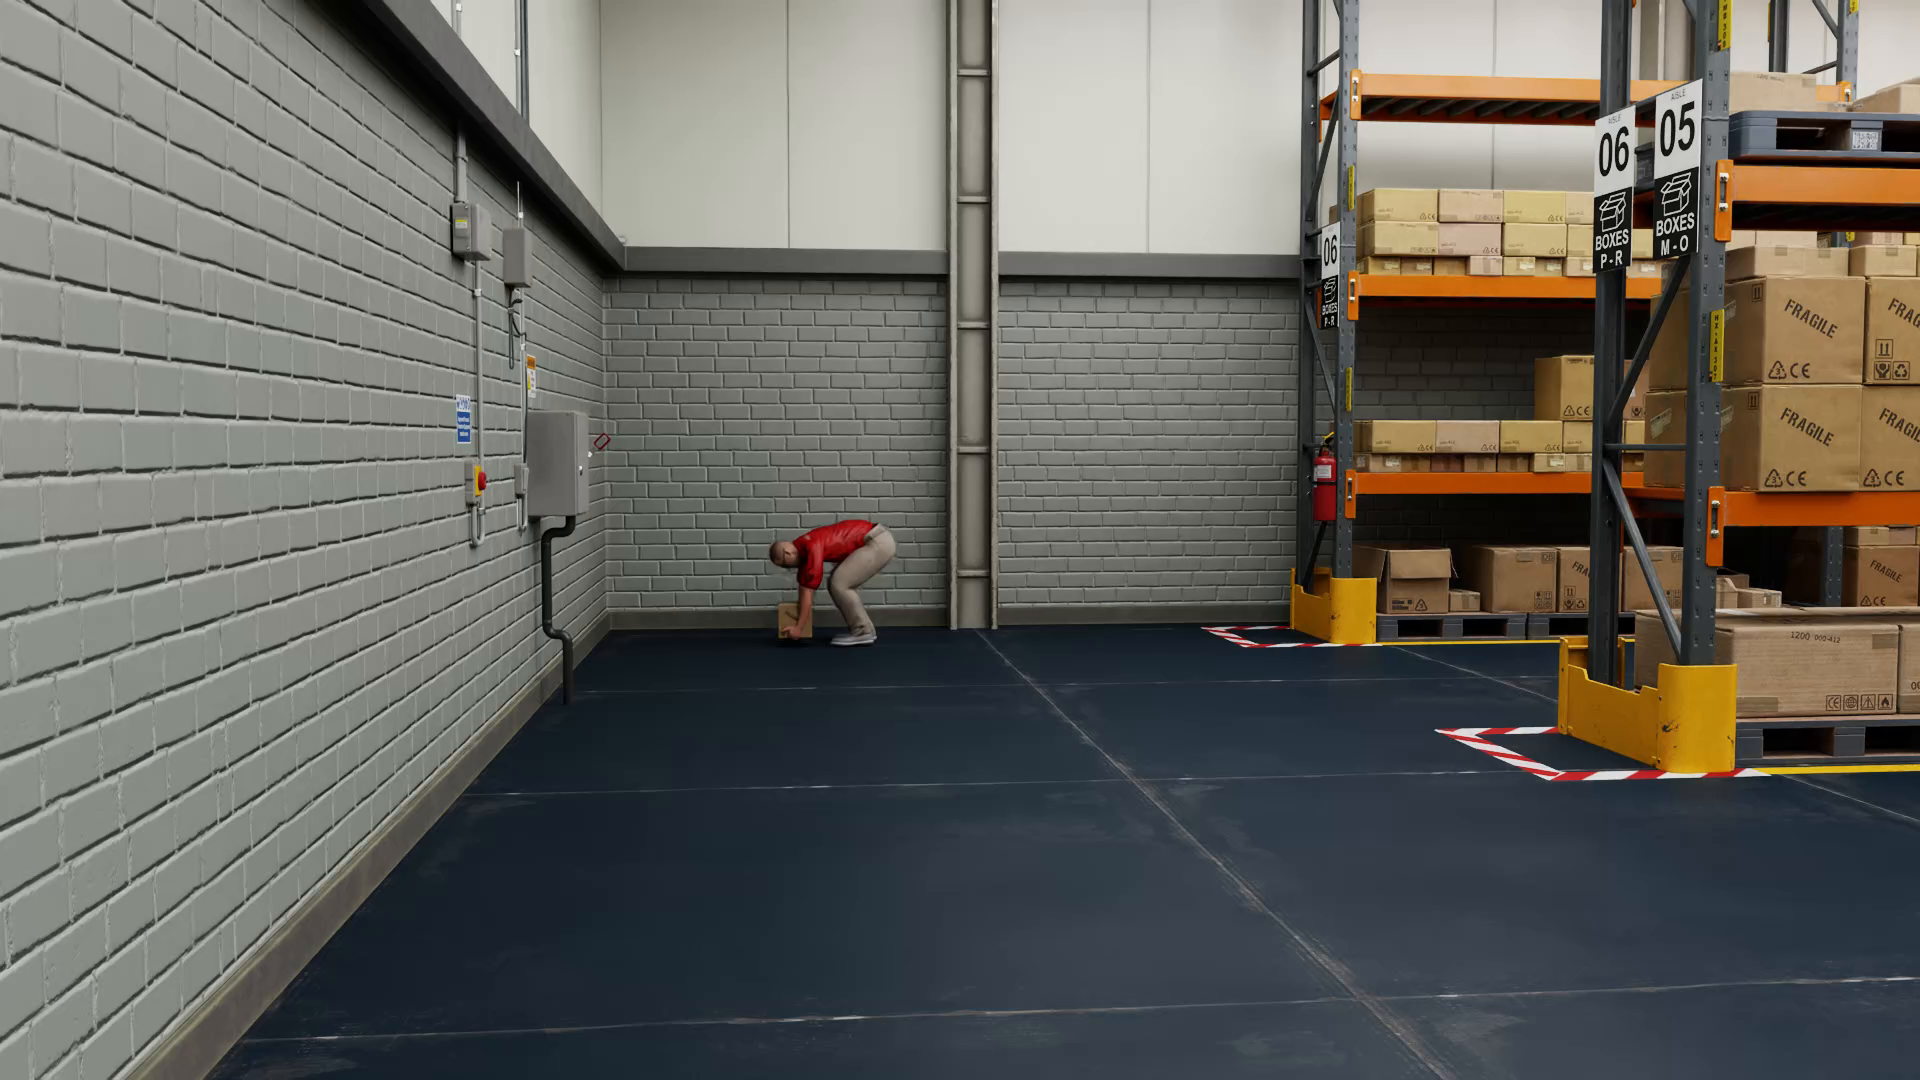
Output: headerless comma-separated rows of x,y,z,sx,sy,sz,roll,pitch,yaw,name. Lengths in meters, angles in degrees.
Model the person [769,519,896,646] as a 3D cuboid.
-0.965,0.322,12.608,0.956,0.949,0.521,-1,3,-9,person
